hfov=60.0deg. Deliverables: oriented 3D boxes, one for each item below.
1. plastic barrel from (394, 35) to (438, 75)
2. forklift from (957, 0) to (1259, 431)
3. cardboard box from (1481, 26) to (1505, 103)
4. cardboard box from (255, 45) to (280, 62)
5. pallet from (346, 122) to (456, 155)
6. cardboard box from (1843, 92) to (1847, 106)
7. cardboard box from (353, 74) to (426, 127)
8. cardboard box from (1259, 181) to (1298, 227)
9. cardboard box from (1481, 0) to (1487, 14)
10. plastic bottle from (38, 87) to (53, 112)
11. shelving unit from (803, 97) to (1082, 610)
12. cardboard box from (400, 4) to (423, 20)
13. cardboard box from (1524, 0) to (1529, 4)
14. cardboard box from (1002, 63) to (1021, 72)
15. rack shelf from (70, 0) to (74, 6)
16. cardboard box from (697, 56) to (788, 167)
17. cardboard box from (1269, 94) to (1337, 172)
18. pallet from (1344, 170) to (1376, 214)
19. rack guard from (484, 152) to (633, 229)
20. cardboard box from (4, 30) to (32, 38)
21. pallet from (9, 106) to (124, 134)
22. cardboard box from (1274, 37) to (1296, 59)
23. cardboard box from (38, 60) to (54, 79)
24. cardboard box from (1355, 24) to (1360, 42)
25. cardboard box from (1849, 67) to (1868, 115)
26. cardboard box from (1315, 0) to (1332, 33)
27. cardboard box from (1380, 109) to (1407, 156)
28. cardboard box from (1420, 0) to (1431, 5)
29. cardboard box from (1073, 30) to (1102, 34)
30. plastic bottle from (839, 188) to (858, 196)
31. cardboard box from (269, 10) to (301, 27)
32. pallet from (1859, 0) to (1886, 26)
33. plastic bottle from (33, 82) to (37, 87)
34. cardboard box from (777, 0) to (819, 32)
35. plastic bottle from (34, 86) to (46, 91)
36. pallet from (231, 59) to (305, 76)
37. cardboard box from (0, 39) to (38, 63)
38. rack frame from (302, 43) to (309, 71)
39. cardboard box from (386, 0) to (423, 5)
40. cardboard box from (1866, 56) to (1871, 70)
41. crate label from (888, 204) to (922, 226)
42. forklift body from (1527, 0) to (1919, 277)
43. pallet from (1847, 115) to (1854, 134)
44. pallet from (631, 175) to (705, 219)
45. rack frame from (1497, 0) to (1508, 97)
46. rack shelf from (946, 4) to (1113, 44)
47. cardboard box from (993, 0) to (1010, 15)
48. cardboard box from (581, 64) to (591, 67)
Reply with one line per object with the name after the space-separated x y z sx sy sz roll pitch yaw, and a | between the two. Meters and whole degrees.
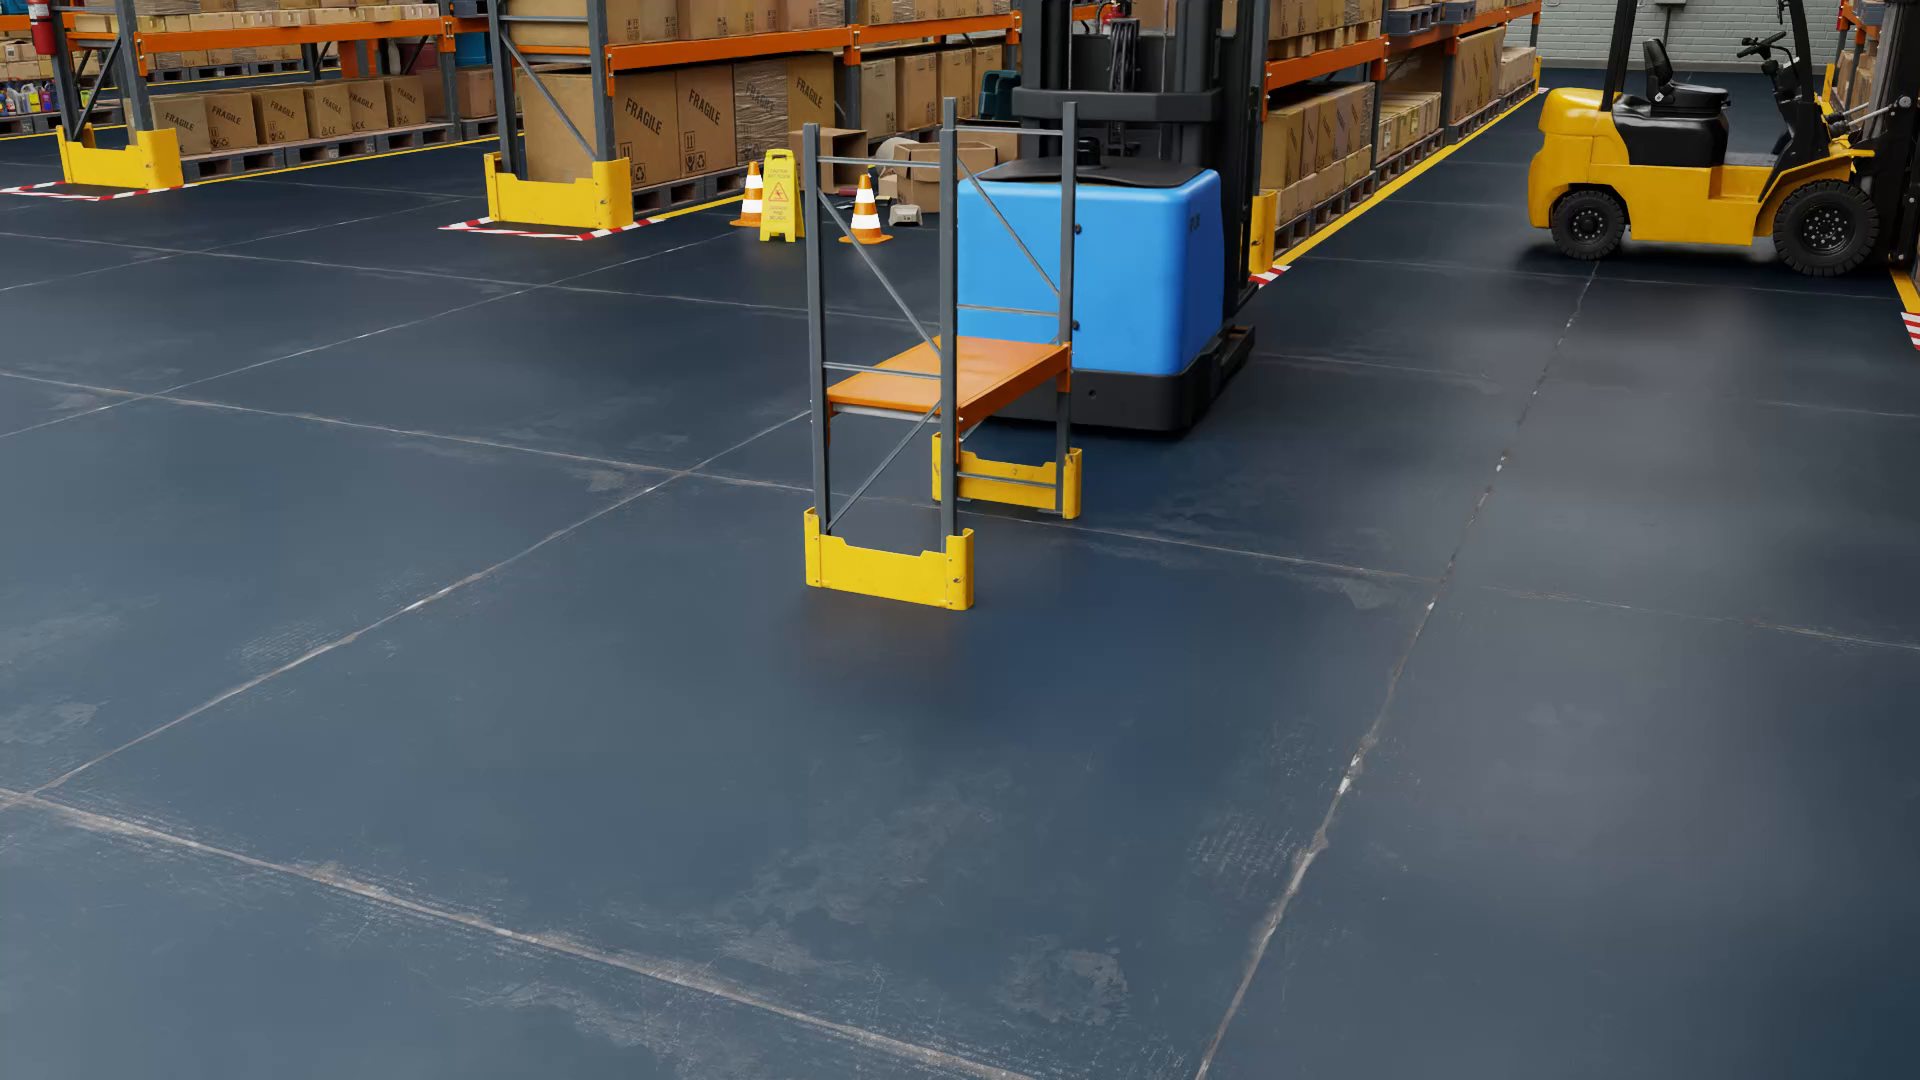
-8.170 -7.291 24.965 0.600 0.588 0.708 9 21 23 | plastic barrel
0.902 -2.303 8.072 1.130 2.935 3.031 6 21 17 | forklift
6.200 -5.912 20.659 0.875 0.875 0.875 9 22 24 | cardboard box
-11.847 -8.325 27.975 0.500 0.500 0.500 9 21 23 | cardboard box
-6.179 -4.306 17.760 1.003 0.211 1.213 9 21 23 | pallet
10.871 -5.301 20.025 0.380 0.149 0.250 8 21 21 | cardboard box
-6.136 -4.733 17.904 0.500 0.500 0.500 8 21 21 | cardboard box
2.050 -2.358 11.599 0.500 0.250 0.500 8 21 22 | cardboard box
5.786 -6.207 19.170 0.500 0.250 0.500 9 21 23 | cardboard box
-10.563 -5.086 19.191 0.061 0.283 0.133 10 22 26 | plastic bottle
-0.031 -0.683 5.652 0.587 1.500 1.083 9 21 23 | shelving unit
-5.867 -5.530 17.417 0.380 0.149 0.250 9 21 23 | cardboard box
7.442 -7.532 22.522 0.500 0.500 0.500 9 22 24 | cardboard box
0.708 -5.542 20.180 0.500 0.500 0.500 8 21 20 | cardboard box
-14.153 -7.462 23.549 1.077 0.370 4.000 9 21 23 | rack shelf
-2.140 -3.856 14.879 0.875 0.875 0.875 9 21 23 | cardboard box
2.482 -3.031 12.373 0.500 0.500 0.500 9 21 24 | cardboard box
2.862 -2.946 13.937 1.003 0.211 1.213 9 21 23 | pallet
-3.100 -2.710 12.843 1.175 0.500 0.348 9 21 23 | rack guard
-16.726 -9.010 29.410 0.750 0.750 0.750 9 22 24 | cardboard box
-10.768 -4.996 19.701 1.003 0.211 1.213 9 21 23 | pallet
2.068 -3.353 11.296 0.380 0.149 0.250 8 21 21 | cardboard box
-13.535 -6.963 24.547 0.500 0.250 0.500 8 21 22 | cardboard box
2.977 -4.065 13.298 0.380 0.149 0.250 9 21 23 | cardboard box
10.507 -5.138 19.045 0.500 0.500 0.500 10 22 25 | cardboard box
2.331 -3.856 11.741 0.500 0.500 0.500 8 21 22 | cardboard box
3.609 -3.810 15.502 0.950 0.372 0.625 10 22 26 | cardboard box
4.179 -5.069 15.495 0.380 0.149 0.250 9 22 25 | cardboard box
1.749 -6.675 22.245 0.500 0.250 0.500 8 21 21 | cardboard box
-0.891 -2.988 14.279 0.283 0.061 0.133 1 20 4 | plastic bottle
-6.537 -4.988 15.893 0.380 0.149 0.250 9 21 23 | cardboard box
9.486 -5.139 16.229 1.213 0.211 1.003 9 21 23 | pallet
-10.995 -5.282 19.743 0.061 0.283 0.133 9 21 23 | plastic bottle
-1.797 -4.903 15.055 0.875 0.550 0.550 9 21 23 | cardboard box
-10.680 -5.151 19.384 0.152 0.276 0.135 9 21 23 | plastic bottle
-11.995 -8.068 28.339 1.003 0.211 1.213 9 21 23 | pallet
-13.740 -7.072 24.017 0.500 0.311 0.500 8 21 22 | cardboard box
-11.696 -9.635 28.586 1.000 3.000 0.127 9 21 23 | rack frame
-6.177 -5.888 17.455 0.875 0.500 0.500 9 21 23 | cardboard box
10.478 -5.393 18.791 0.380 0.149 0.250 8 21 21 | cardboard box
-0.420 -2.504 12.805 0.250 0.136 0.298 -2 20 -5 | crate label
5.109 -2.997 11.186 2.313 2.155 1.214 9 21 23 | forklift body
10.612 -4.668 18.779 1.003 0.211 1.213 9 21 23 | pallet
-2.834 -2.837 13.630 1.003 0.211 1.213 9 21 23 | pallet
6.381 -6.915 20.937 1.000 3.000 0.127 9 21 23 | rack frame
1.004 -6.613 21.162 1.077 0.370 4.000 9 21 23 | rack shelf
0.246 -6.213 18.814 0.500 0.500 0.500 9 21 23 | cardboard box
-4.770 -5.703 20.602 0.700 0.500 0.500 7 21 18 | cardboard box
